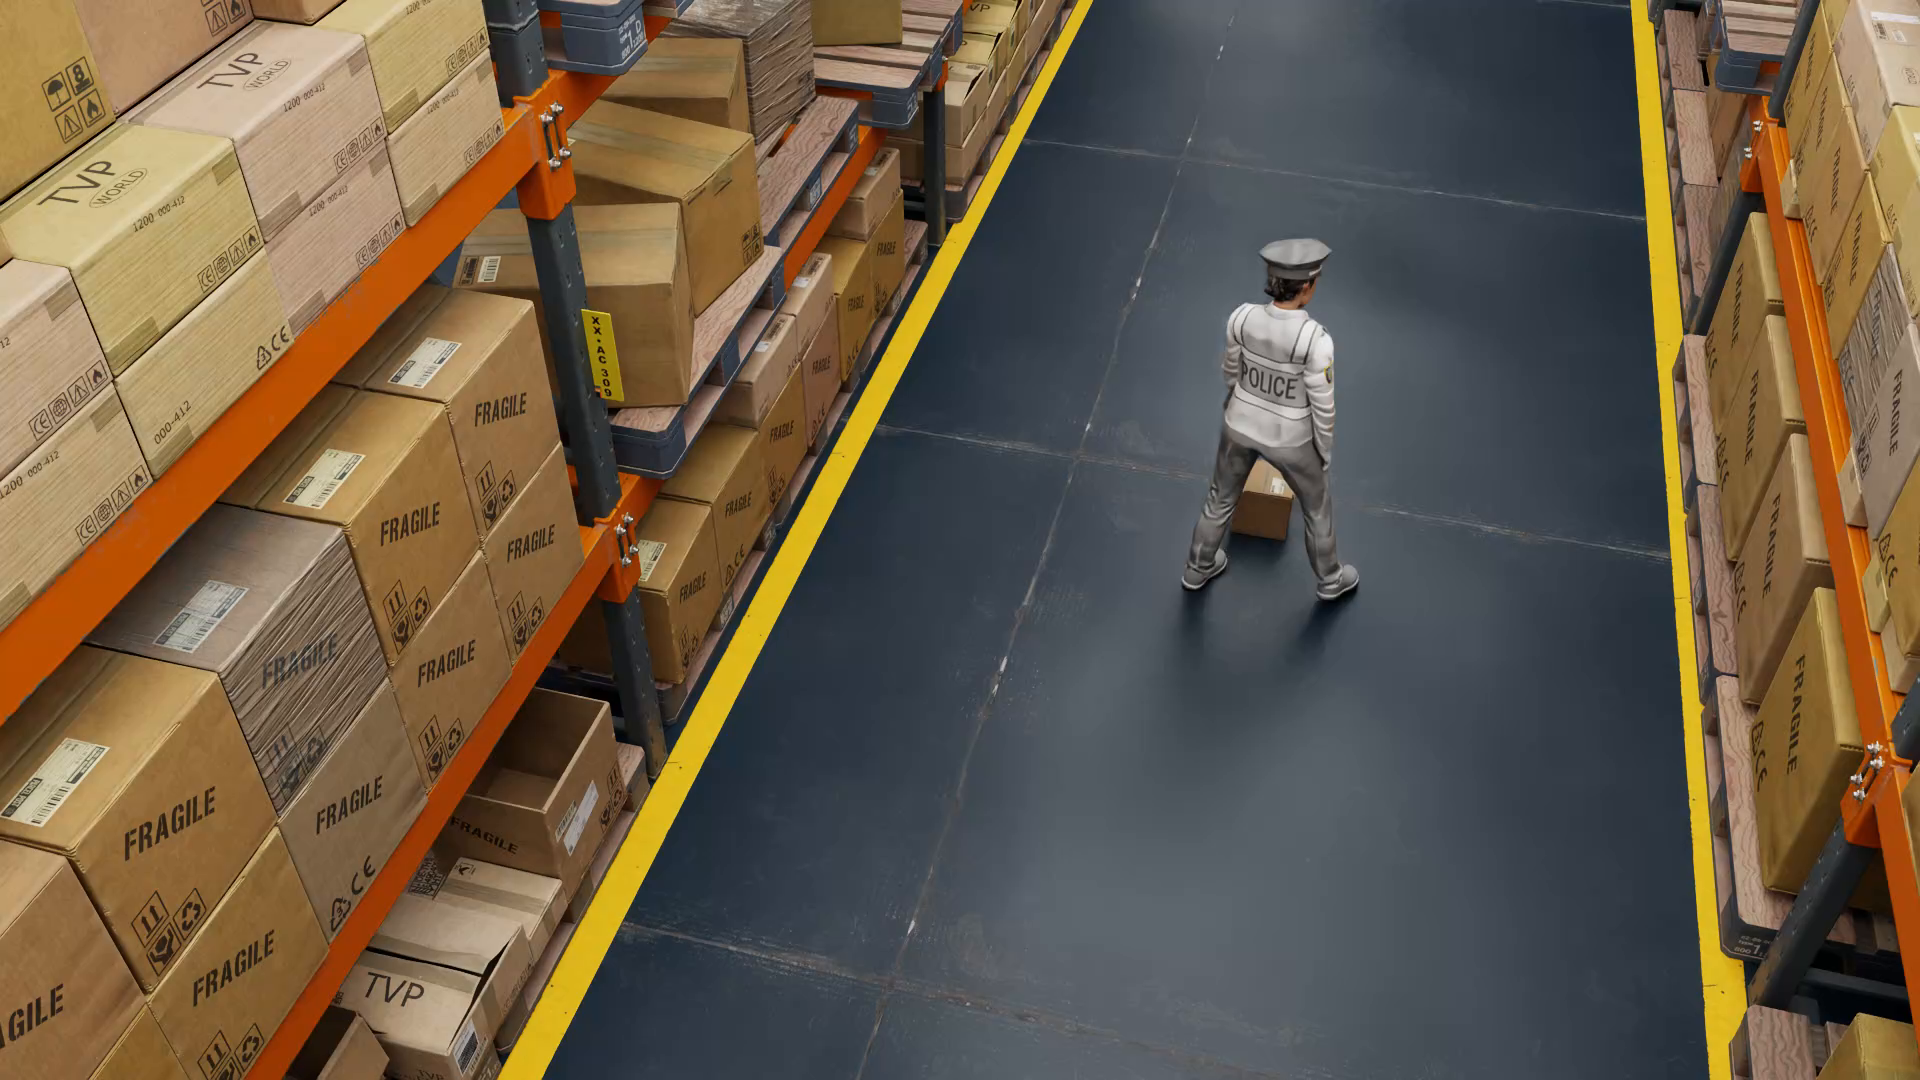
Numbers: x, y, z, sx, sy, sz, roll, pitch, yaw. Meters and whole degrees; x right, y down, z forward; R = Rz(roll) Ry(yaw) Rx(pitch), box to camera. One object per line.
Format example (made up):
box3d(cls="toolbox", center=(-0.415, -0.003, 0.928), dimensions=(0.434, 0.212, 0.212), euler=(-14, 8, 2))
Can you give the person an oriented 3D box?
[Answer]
box3d(cls="person", center=(1.334, -0.430, 6.639), dimensions=(0.647, 1.662, 0.520), euler=(23, 46, 24))
